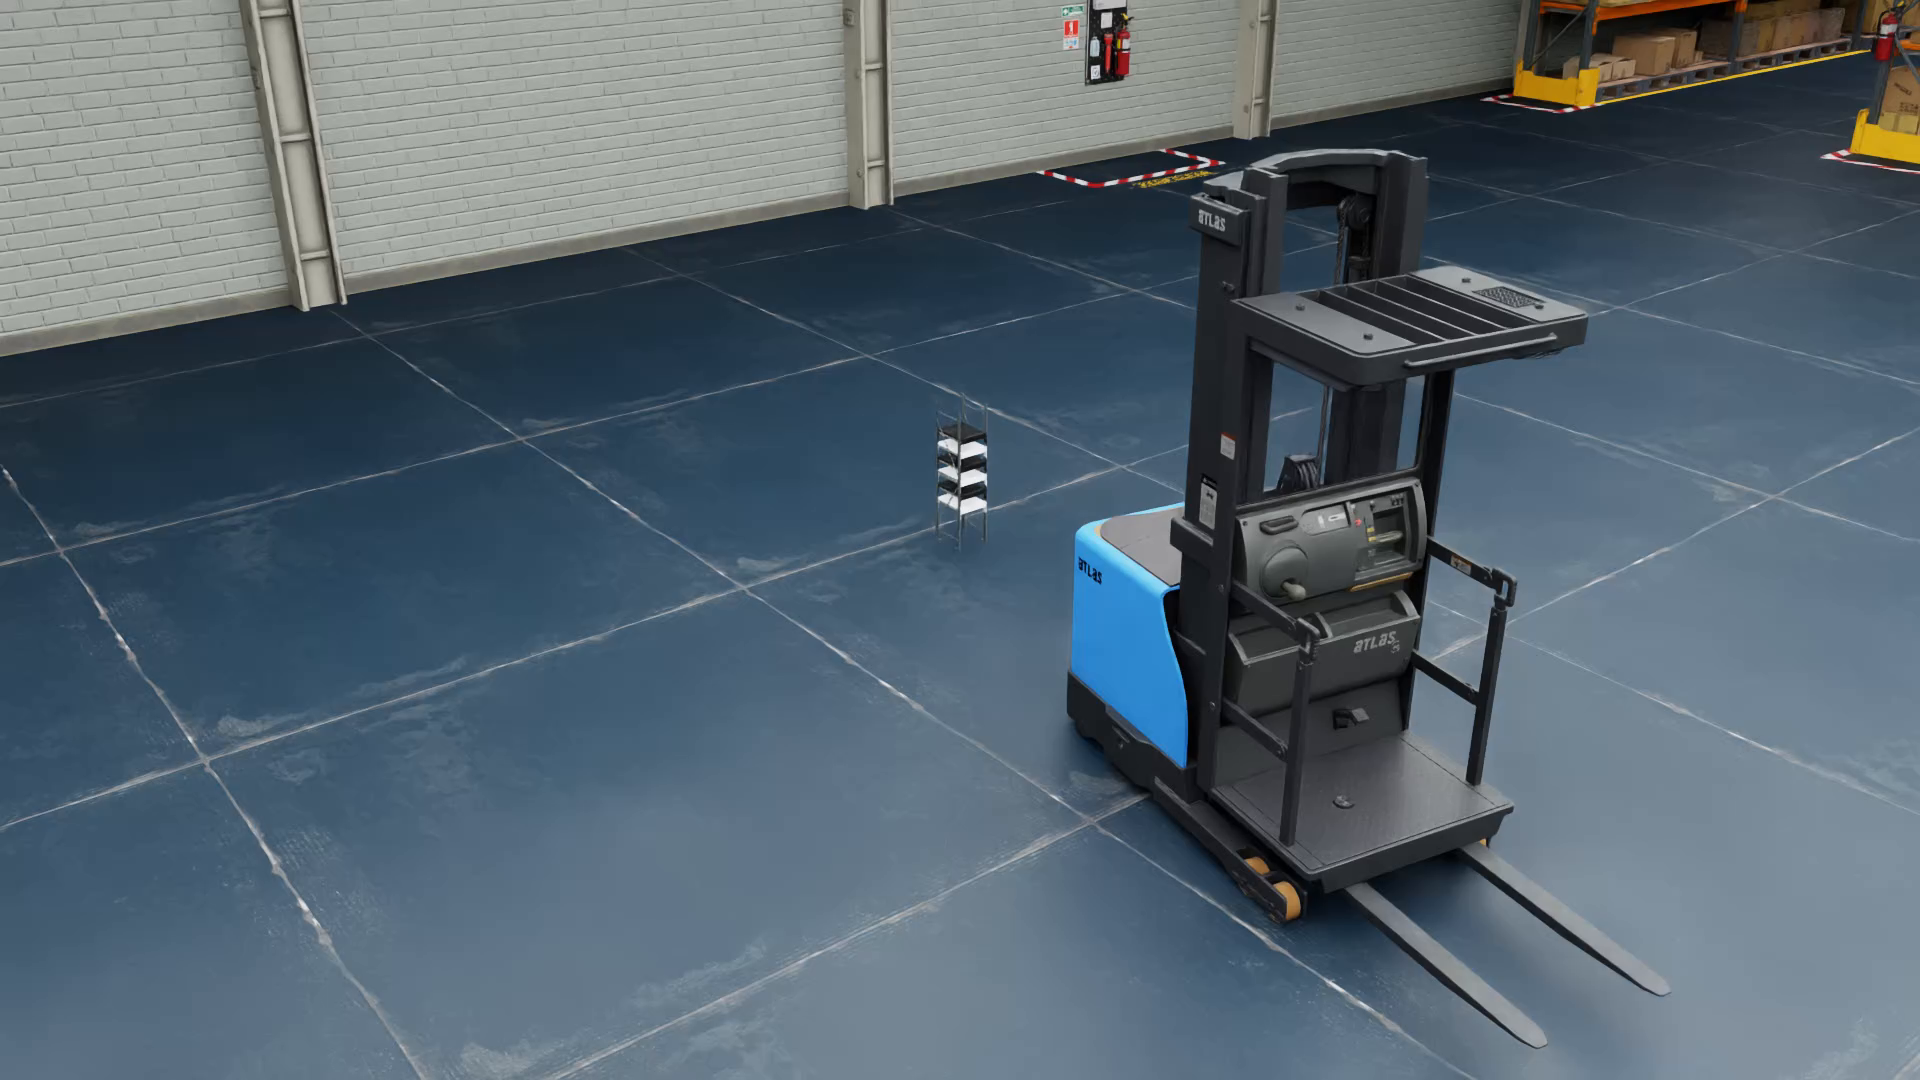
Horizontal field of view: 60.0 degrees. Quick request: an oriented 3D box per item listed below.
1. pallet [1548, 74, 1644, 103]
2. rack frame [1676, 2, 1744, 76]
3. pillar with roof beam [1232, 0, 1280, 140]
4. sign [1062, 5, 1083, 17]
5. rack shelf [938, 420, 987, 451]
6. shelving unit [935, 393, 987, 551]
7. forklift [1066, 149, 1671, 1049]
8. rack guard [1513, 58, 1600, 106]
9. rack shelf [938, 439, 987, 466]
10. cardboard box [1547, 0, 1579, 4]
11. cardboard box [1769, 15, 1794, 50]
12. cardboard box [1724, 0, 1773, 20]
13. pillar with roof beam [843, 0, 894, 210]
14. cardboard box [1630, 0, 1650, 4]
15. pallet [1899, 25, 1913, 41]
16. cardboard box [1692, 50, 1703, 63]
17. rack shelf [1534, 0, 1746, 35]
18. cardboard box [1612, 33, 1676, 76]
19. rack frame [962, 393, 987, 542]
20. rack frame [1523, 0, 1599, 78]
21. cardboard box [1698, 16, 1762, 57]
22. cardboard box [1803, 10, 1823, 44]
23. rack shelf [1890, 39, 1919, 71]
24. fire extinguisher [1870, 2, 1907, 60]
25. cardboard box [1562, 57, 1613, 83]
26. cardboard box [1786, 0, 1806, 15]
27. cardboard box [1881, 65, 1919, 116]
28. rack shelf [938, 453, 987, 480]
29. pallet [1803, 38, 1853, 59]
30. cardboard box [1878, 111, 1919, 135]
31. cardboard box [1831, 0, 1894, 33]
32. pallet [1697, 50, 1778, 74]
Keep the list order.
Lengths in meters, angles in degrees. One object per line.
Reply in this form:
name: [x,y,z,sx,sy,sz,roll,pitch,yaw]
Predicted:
pallet: [9.180,-6.622,24.267,1.213,0.211,1.003,-18,31,-34]
rack frame: [11.606,-8.707,25.447,0.127,3.000,1.000,-18,31,-34]
pillar with roof beam: [6.411,-7.872,16.523,0.400,9.000,9.100,-18,31,-34]
sign: [1.296,-6.093,19.144,0.331,0.109,0.001,-18,31,-34]
rack shelf: [0.006,-0.625,9.965,0.200,0.077,0.258,-18,31,-34]
shelving unit: [0.006,-0.410,10.065,0.210,0.900,0.258,-18,31,-34]
forklift: [1.645,0.033,6.697,1.130,2.935,3.031,-12,28,-24]
rack guard: [8.518,-6.553,23.777,0.348,0.500,1.175,-18,31,-34]
rack shelf: [0.006,-0.543,10.003,0.200,0.077,0.258,-18,31,-34]
cardboard box: [8.707,-7.794,23.635,0.500,0.250,0.500,-18,30,-33]
cardboard box: [12.977,-8.239,26.886,0.500,0.500,0.700,-18,30,-33]
cardboard box: [12.520,-8.425,26.395,0.500,0.250,0.500,-19,31,-35]
pillar with roof beam: [1.689,-6.314,13.165,0.400,9.000,9.100,-18,31,-34]
cardboard box: [9.438,-7.770,23.583,0.500,0.250,0.500,-19,31,-36]
pallet: [16.380,-8.976,29.339,1.213,0.211,1.003,-18,31,-34]
cardboard box: [11.204,-7.472,25.630,0.380,0.166,0.250,22,33,39]
rack shelf: [10.032,-7.861,24.479,4.000,0.370,1.077,-18,31,-34]
cardboard box: [10.115,-7.205,24.659,0.500,0.500,0.700,-21,32,-37]
rack frame: [0.086,-0.437,10.122,0.006,0.900,0.240,-18,31,-34]
rack frame: [8.459,-7.668,23.208,0.127,3.000,1.000,-18,31,-34]
cardboard box: [12.175,-7.969,26.304,0.500,0.500,0.700,-17,30,-32]
cardboard box: [13.742,-8.512,27.474,0.500,0.500,0.700,-18,31,-34]
rack shelf: [13.092,-6.221,20.945,4.000,0.370,1.077,-18,31,-34]
fire extinguisher: [11.139,-6.116,19.956,0.183,0.674,0.296,-18,31,-34]
cardboard box: [9.059,-6.797,24.004,0.500,0.311,0.500,-23,33,-40]
cardboard box: [13.331,-8.685,26.956,0.500,0.250,0.500,-18,31,-34]
cardboard box: [11.757,-5.549,20.519,0.500,0.500,0.500,-18,31,-34]
rack shelf: [0.006,-0.462,10.041,0.200,0.077,0.258,-18,31,-34]
pallet: [14.138,-8.278,27.836,1.213,0.211,1.003,-18,31,-34]
cardboard box: [11.758,-5.208,20.676,0.500,0.250,0.500,-18,31,-34]
cardboard box: [15.414,-9.109,28.368,0.750,0.750,0.750,-19,31,-35]
pallet: [12.218,-7.644,26.471,1.213,0.211,1.003,-18,31,-34]
